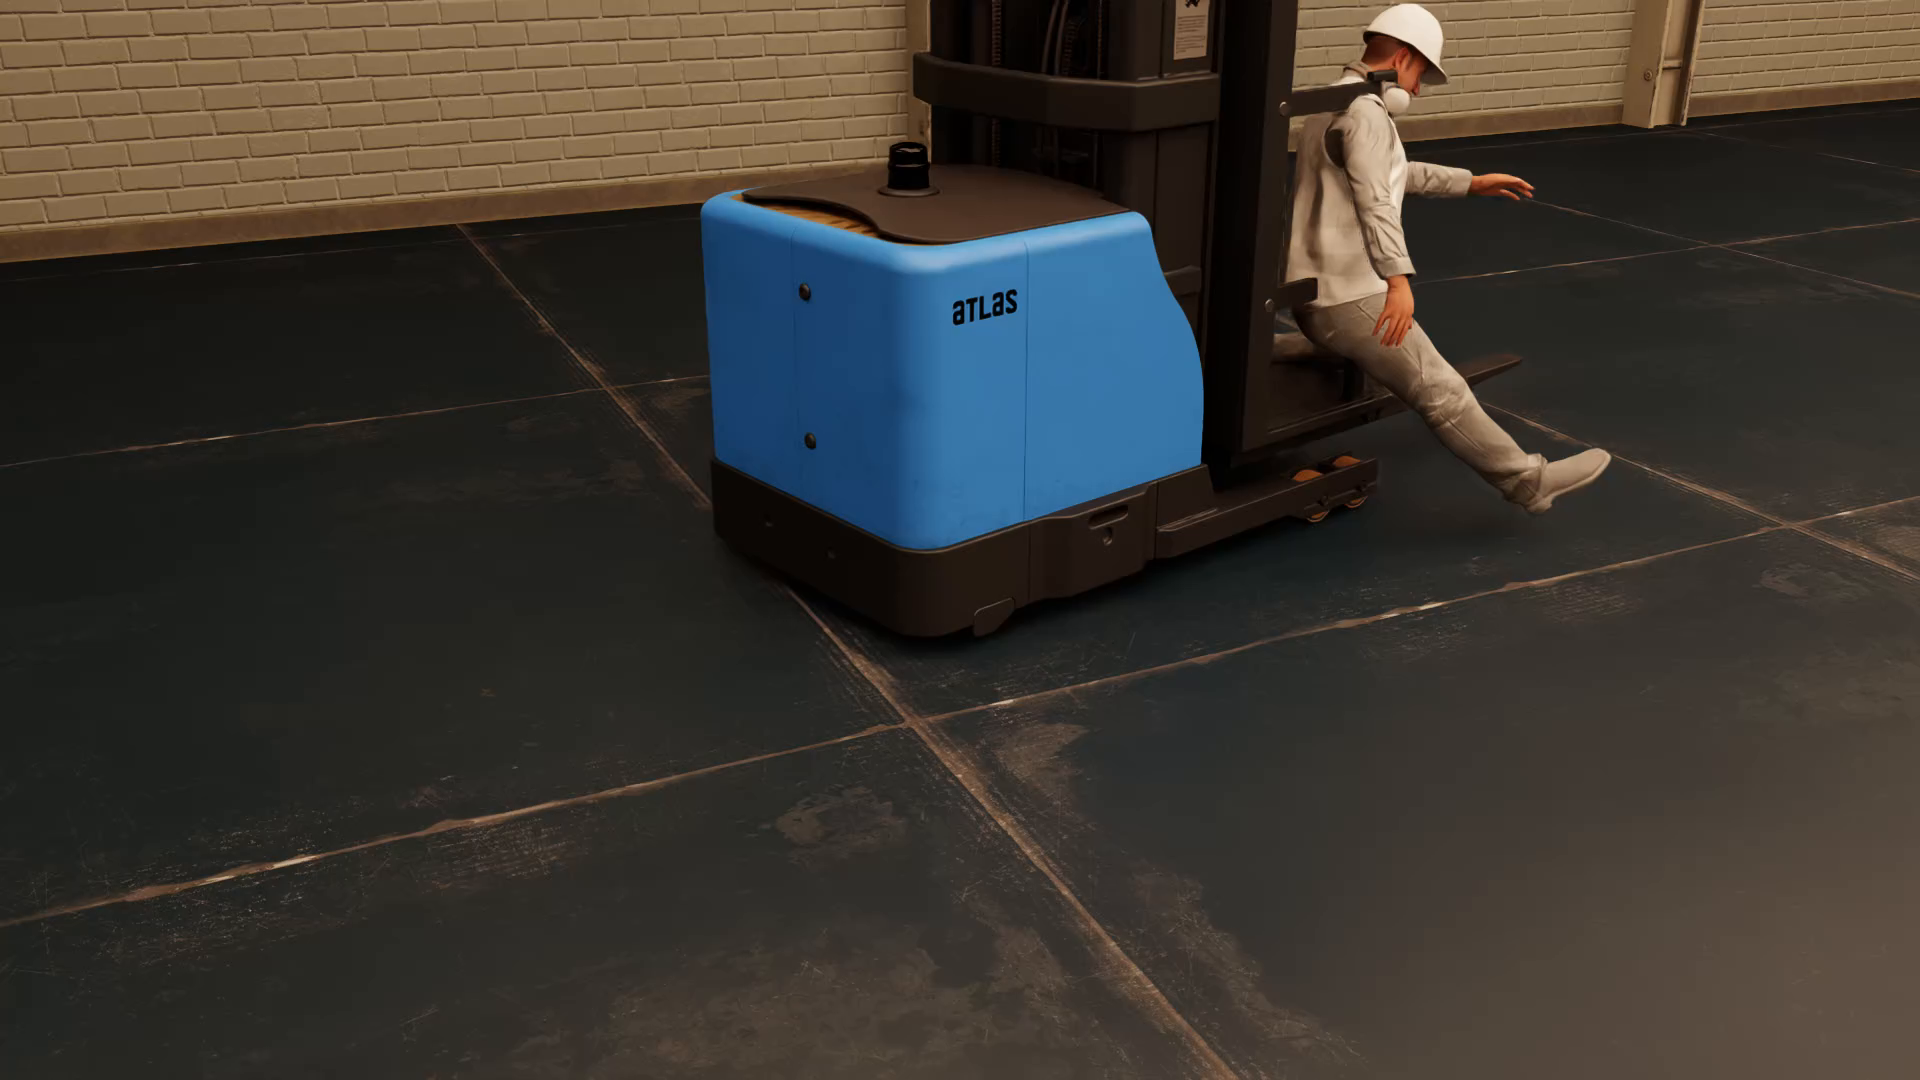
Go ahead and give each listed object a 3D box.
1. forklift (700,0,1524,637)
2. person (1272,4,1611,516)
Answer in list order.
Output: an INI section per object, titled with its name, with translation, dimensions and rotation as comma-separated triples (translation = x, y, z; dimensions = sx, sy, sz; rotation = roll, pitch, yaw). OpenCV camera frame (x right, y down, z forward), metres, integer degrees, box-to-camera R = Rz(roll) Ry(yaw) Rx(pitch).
[forklift]
translation = 0.715, -1.546, 5.007
dimensions = 3.031, 2.935, 1.130
rotation = -18, 29, -37
[person]
translation = 1.452, -0.877, 5.141
dimensions = 1.105, 1.477, 0.965
rotation = 2, 23, 6
